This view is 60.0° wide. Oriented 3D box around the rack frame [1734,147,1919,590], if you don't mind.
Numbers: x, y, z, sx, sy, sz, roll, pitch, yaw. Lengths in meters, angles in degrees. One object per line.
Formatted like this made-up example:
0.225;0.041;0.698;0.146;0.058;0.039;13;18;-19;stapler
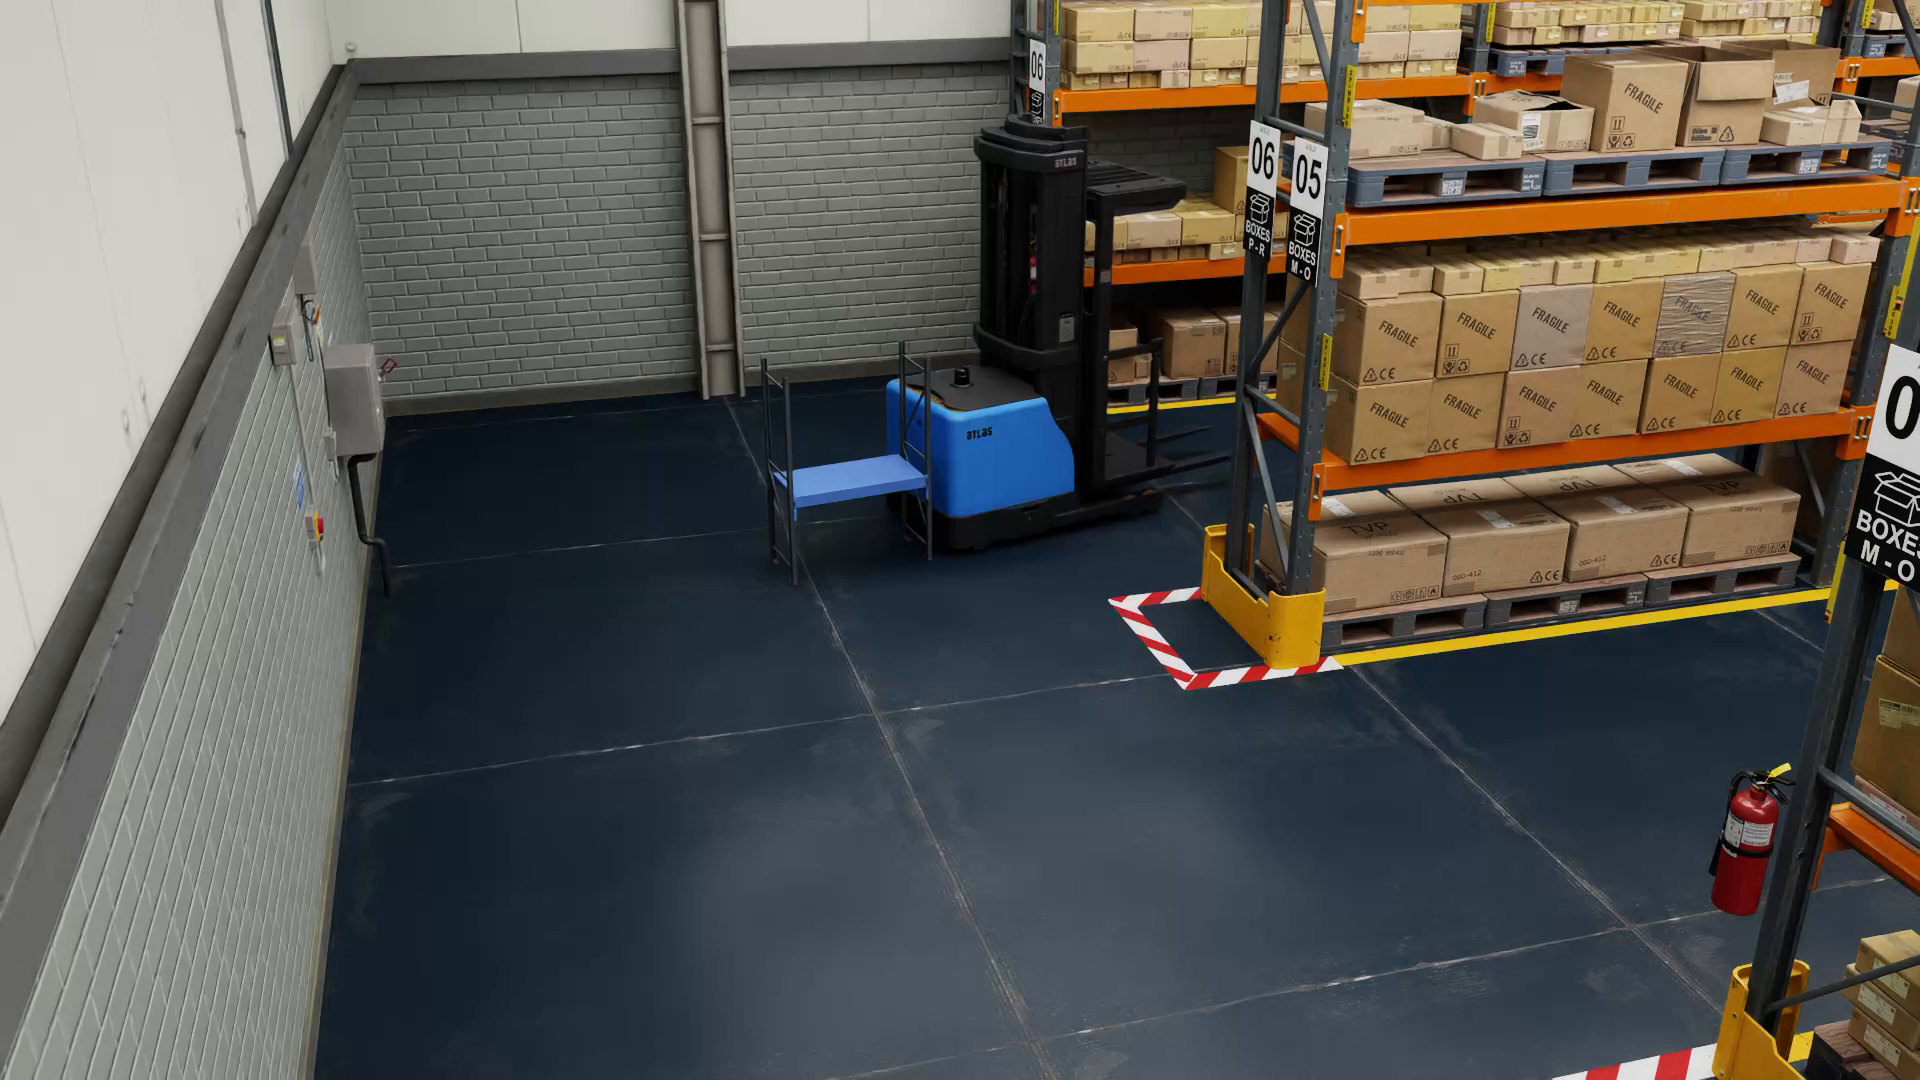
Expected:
5.826;-1.232;11.317;0.127;3.000;1.000;-6;24;-14;rack frame

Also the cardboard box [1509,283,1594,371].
3.503;-1.370;10.243;0.500;0.500;0.500;-6;24;-15;cardboard box

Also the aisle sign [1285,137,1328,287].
1.984;-1.883;9.536;0.004;0.787;0.394;-6;24;-14;aisle sign

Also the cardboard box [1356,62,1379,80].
3.480;-4.154;14.641;0.250;0.149;0.380;-6;24;-15;cardboard box

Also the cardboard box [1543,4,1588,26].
5.381;-4.686;14.845;0.250;0.149;0.380;-7;24;-15;cardboard box

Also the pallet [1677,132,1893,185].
5.035;-2.486;10.549;1.213;0.211;1.003;-6;24;-14;pallet

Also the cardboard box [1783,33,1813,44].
7.904;-4.705;15.796;0.500;0.250;0.500;-7;24;-16;cardboard box

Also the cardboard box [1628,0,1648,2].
6.216;-5.005;15.588;0.250;0.149;0.380;-6;24;-13;cardboard box

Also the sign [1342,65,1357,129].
2.119;-2.411;9.052;0.005;0.325;0.100;-6;24;-14;sign

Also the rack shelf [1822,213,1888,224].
10.259;-3.424;17.339;4.000;0.370;1.077;-6;24;-14;rack shelf

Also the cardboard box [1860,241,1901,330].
6.327;-1.675;10.954;0.500;0.500;0.500;-6;24;-14;cardboard box

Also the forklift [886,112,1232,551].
0.962;-1.688;12.466;3.031;2.935;1.130;-14;27;-29;forklift

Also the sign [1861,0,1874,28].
8.478;-4.952;15.526;0.005;0.325;0.100;-6;24;-14;sign

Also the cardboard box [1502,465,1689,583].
4.331;-0.126;11.455;0.875;0.438;0.875;-7;24;-16;cardboard box

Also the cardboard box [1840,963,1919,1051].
3.840;1.879;6.773;0.250;0.149;0.380;-7;24;-16;cardboard box

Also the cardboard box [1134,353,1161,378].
1.664;-1.632;15.333;0.250;0.149;0.380;-7;24;-16;cardboard box

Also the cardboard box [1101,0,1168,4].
1.484;-4.574;14.481;0.500;0.250;0.500;-7;24;-16;cardboard box

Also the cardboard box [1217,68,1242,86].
2.236;-4.025;14.341;0.250;0.149;0.380;-7;24;-15;cardboard box

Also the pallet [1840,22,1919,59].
8.962;-4.940;16.394;1.003;0.211;1.213;-5;24;-12;pallet

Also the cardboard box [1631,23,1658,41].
6.106;-4.632;15.096;0.250;0.149;0.380;-6;24;-13;cardboard box

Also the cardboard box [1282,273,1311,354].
2.375;-1.453;10.437;0.500;0.500;0.500;-6;24;-13;cardboard box

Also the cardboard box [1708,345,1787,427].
4.955;-1.074;10.823;0.500;0.500;0.500;-7;24;-16;cardboard box

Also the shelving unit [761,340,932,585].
-0.780;-0.549;11.628;1.048;1.500;0.538;-10;25;-22;shelving unit

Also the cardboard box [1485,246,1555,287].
3.393;-1.664;10.106;0.250;0.149;0.380;-6;24;-14;cardboard box

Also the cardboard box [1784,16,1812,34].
7.802;-4.885;15.712;0.250;0.149;0.380;-7;24;-16;cardboard box

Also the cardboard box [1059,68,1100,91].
1.000;-3.898;14.046;0.250;0.149;0.380;-6;24;-13;cardboard box

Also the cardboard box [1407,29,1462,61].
4.085;-4.416;14.746;0.500;0.250;0.500;-6;24;-14;cardboard box

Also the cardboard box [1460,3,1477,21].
4.739;-4.831;15.182;0.250;0.149;0.380;-7;24;-15;cardboard box

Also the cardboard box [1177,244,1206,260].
2.011;-2.625;14.882;0.250;0.149;0.380;-6;24;-14;cardboard box

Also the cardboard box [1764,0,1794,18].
7.558;-4.987;15.572;0.250;0.149;0.380;-7;24;-16;cardboard box

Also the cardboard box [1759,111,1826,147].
5.043;-2.516;10.165;0.250;0.149;0.380;-6;24;-13;cardboard box

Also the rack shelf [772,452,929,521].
-0.780;-0.384;11.698;1.000;0.185;0.538;-10;25;-22;rack shelf

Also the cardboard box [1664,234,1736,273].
4.619;-1.798;10.418;0.250;0.149;0.380;-6;24;-15;cardboard box

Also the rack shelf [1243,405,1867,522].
3.900;-0.688;10.962;4.000;0.370;1.077;-6;24;-14;rack shelf

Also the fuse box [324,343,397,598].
-3.875;-0.417;11.052;0.414;1.711;0.539;-6;24;-14;fuse box

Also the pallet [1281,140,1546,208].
2.686;-2.226;9.943;1.213;0.211;1.003;-6;24;-14;pallet

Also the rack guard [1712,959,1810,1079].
3.482;2.204;6.481;0.348;0.500;1.175;-6;24;-14;rack guard

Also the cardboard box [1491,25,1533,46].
4.877;-4.499;14.785;0.250;0.149;0.380;-6;24;-14;cardboard box

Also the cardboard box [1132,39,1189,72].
1.615;-4.141;14.107;0.500;0.250;0.500;-6;24;-13;cardboard box

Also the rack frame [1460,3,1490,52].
4.482;-5.873;14.525;0.127;3.000;1.000;-6;24;-14;rack frame

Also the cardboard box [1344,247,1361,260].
2.266;-1.723;10.245;0.250;0.149;0.380;-6;24;-14;cardboard box

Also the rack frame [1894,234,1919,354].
3.409;-1.694;4.786;0.127;3.000;1.000;-6;24;-14;rack frame

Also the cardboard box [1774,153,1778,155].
7.795;-3.785;16.608;0.500;0.500;0.500;-5;24;-12;cardboard box

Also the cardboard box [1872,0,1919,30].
9.096;-5.190;15.951;0.500;0.500;0.500;-6;24;-14;cardboard box

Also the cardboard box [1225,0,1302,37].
2.588;-4.482;14.265;0.500;0.250;0.500;-6;24;-13;cardboard box

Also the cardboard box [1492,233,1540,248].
3.480;-1.880;10.610;0.250;0.149;0.380;-6;24;-13;cardboard box

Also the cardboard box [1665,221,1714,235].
4.719;-2.020;10.937;0.250;0.149;0.380;-6;24;-15;cardboard box

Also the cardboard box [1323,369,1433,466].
2.514;-0.794;10.169;0.500;0.500;0.500;-7;24;-15;cardboard box

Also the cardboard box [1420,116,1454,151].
2.766;-2.465;10.045;0.250;0.149;0.380;-8;25;-18;cardboard box

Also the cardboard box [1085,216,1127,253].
1.140;-2.704;14.560;0.500;0.250;0.500;-6;24;-14;cardboard box

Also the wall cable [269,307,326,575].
-3.448;-0.677;8.697;0.123;1.953;0.585;-6;24;-14;wall cable
